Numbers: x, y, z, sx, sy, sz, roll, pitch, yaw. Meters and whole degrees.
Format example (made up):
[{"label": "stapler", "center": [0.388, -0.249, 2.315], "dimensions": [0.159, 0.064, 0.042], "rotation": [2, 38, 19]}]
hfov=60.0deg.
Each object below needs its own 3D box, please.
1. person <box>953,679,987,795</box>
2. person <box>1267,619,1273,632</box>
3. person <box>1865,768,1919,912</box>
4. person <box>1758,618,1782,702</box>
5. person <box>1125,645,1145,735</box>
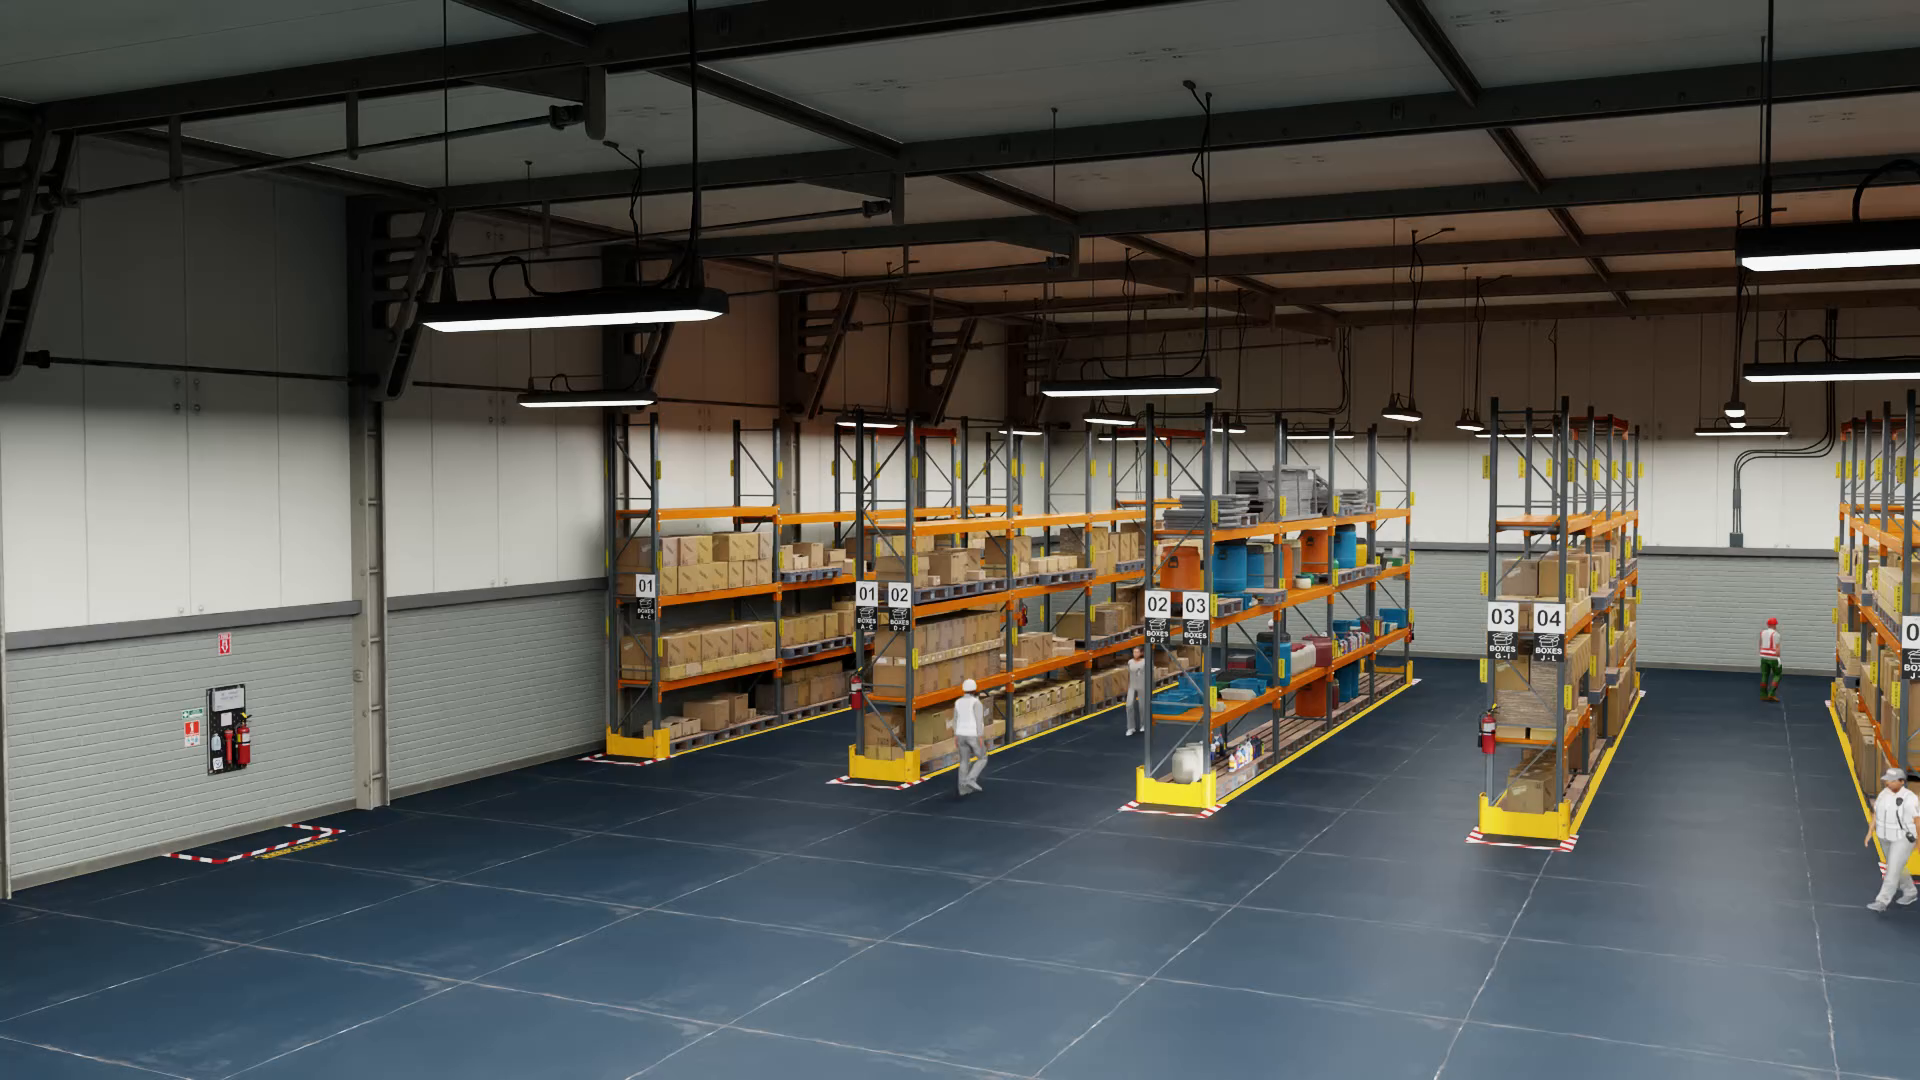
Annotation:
[{"label": "person", "center": [0.140, 3.028, 25.672], "dimensions": [0.571, 1.762, 0.466], "rotation": [2, 3, 37]}, {"label": "person", "center": [6.784, 2.601, 36.028], "dimensions": [0.573, 1.787, 0.551], "rotation": [1, 3, 24]}, {"label": "person", "center": [10.566, 3.383, 18.887], "dimensions": [1.021, 1.604, 0.505], "rotation": [-1, 3, -18]}, {"label": "person", "center": [17.597, 2.597, 36.102], "dimensions": [0.400, 1.819, 0.567], "rotation": [-1, 3, -26]}, {"label": "person", "center": [3.369, 2.848, 31.600], "dimensions": [0.495, 1.705, 0.622], "rotation": [1, 3, 27]}]
